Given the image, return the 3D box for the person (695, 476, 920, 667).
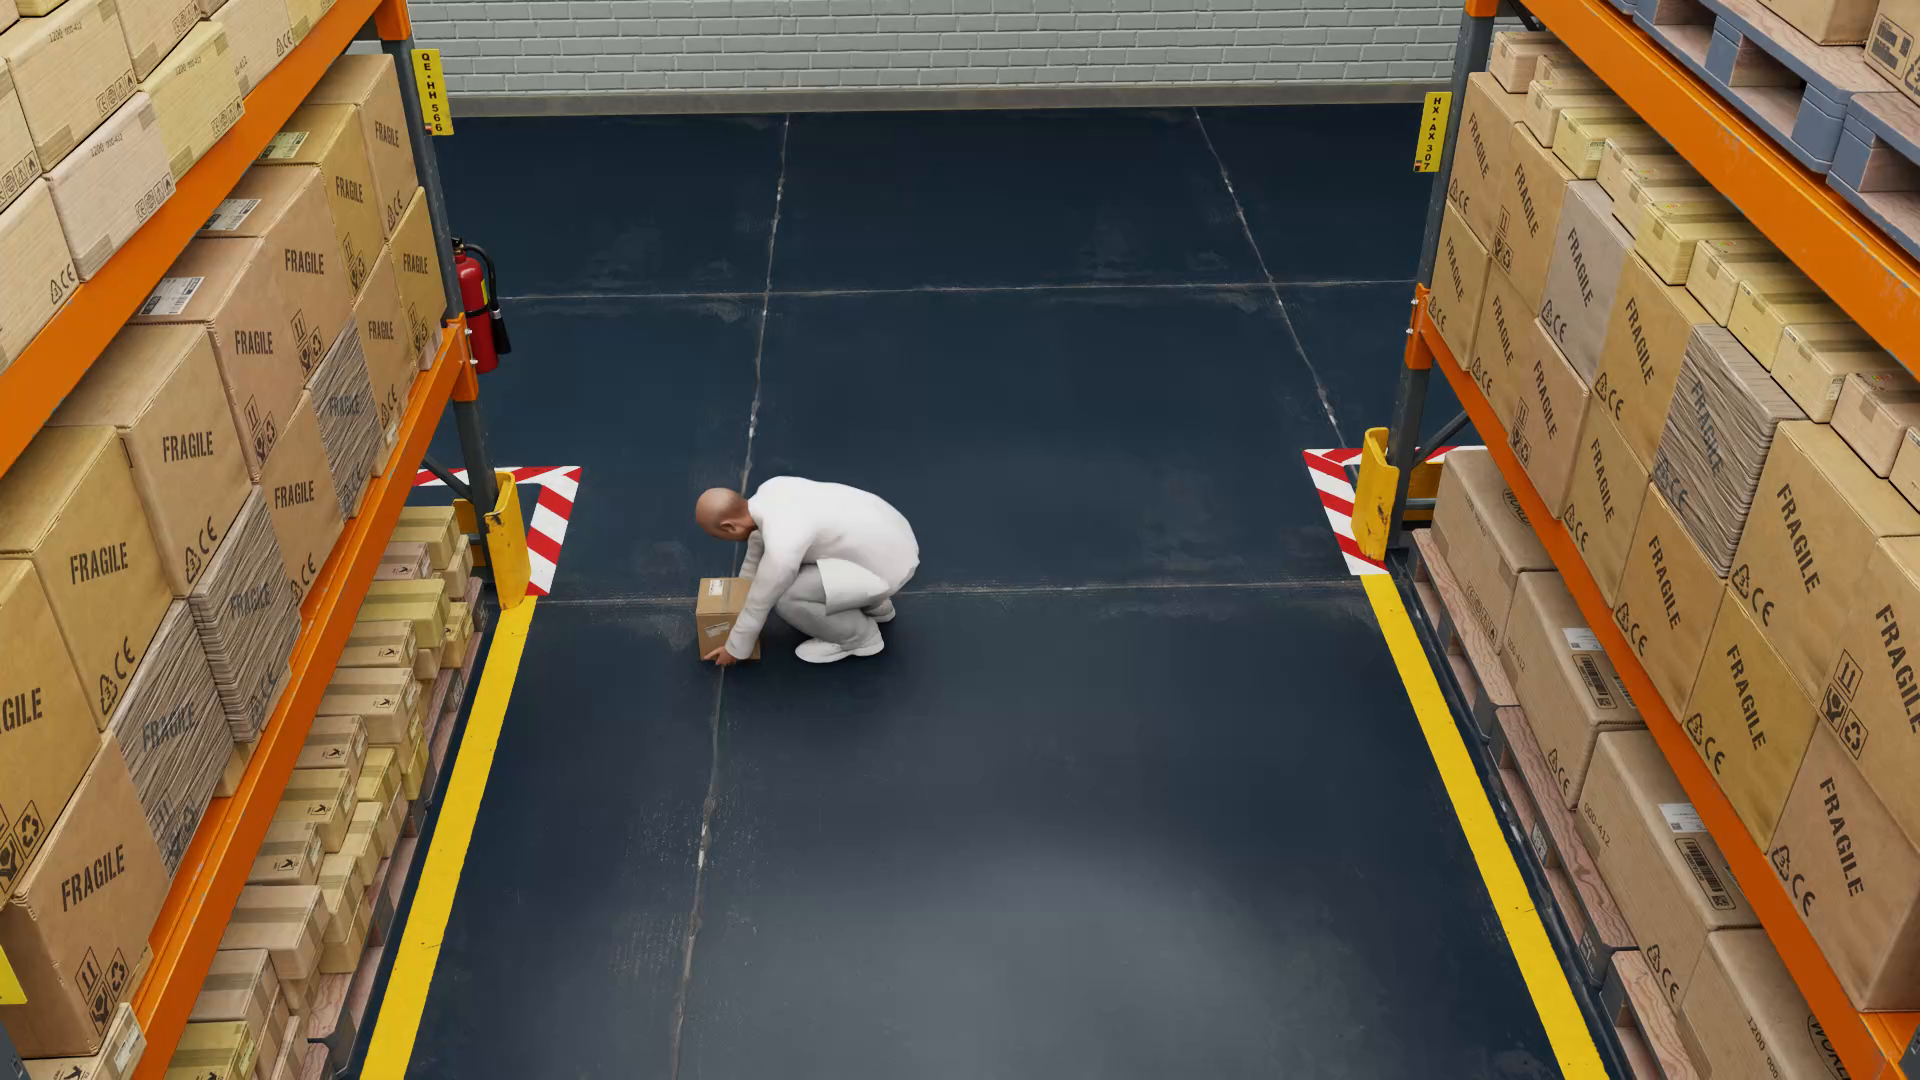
[{"bbox_3d":[-5.947,3.835,1.602,12.265,0.859,12.922,-2,35,-3],"label":"person"}]
